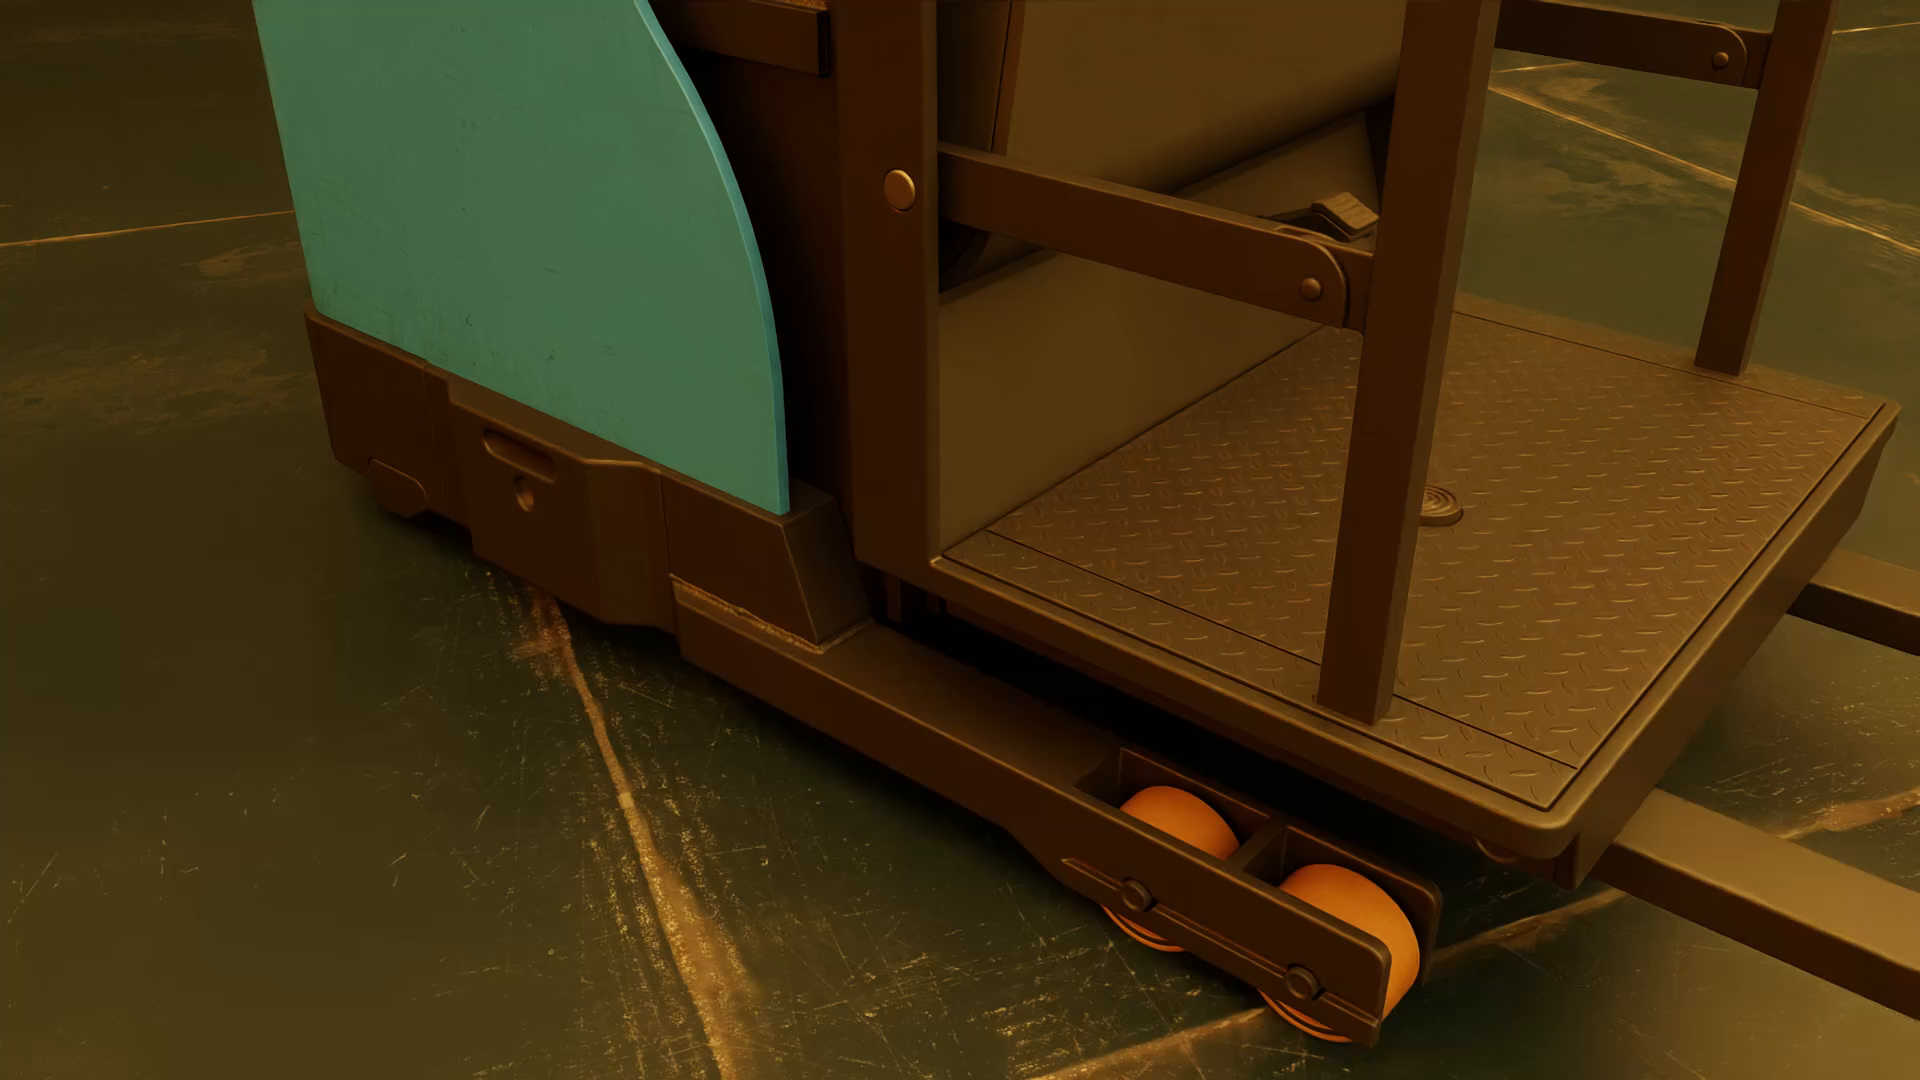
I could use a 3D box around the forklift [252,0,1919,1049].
[{"bbox_3d":[0.469,-1.080,1.435,3.031,2.935,1.130,22,37,34],"label":"forklift"}]
